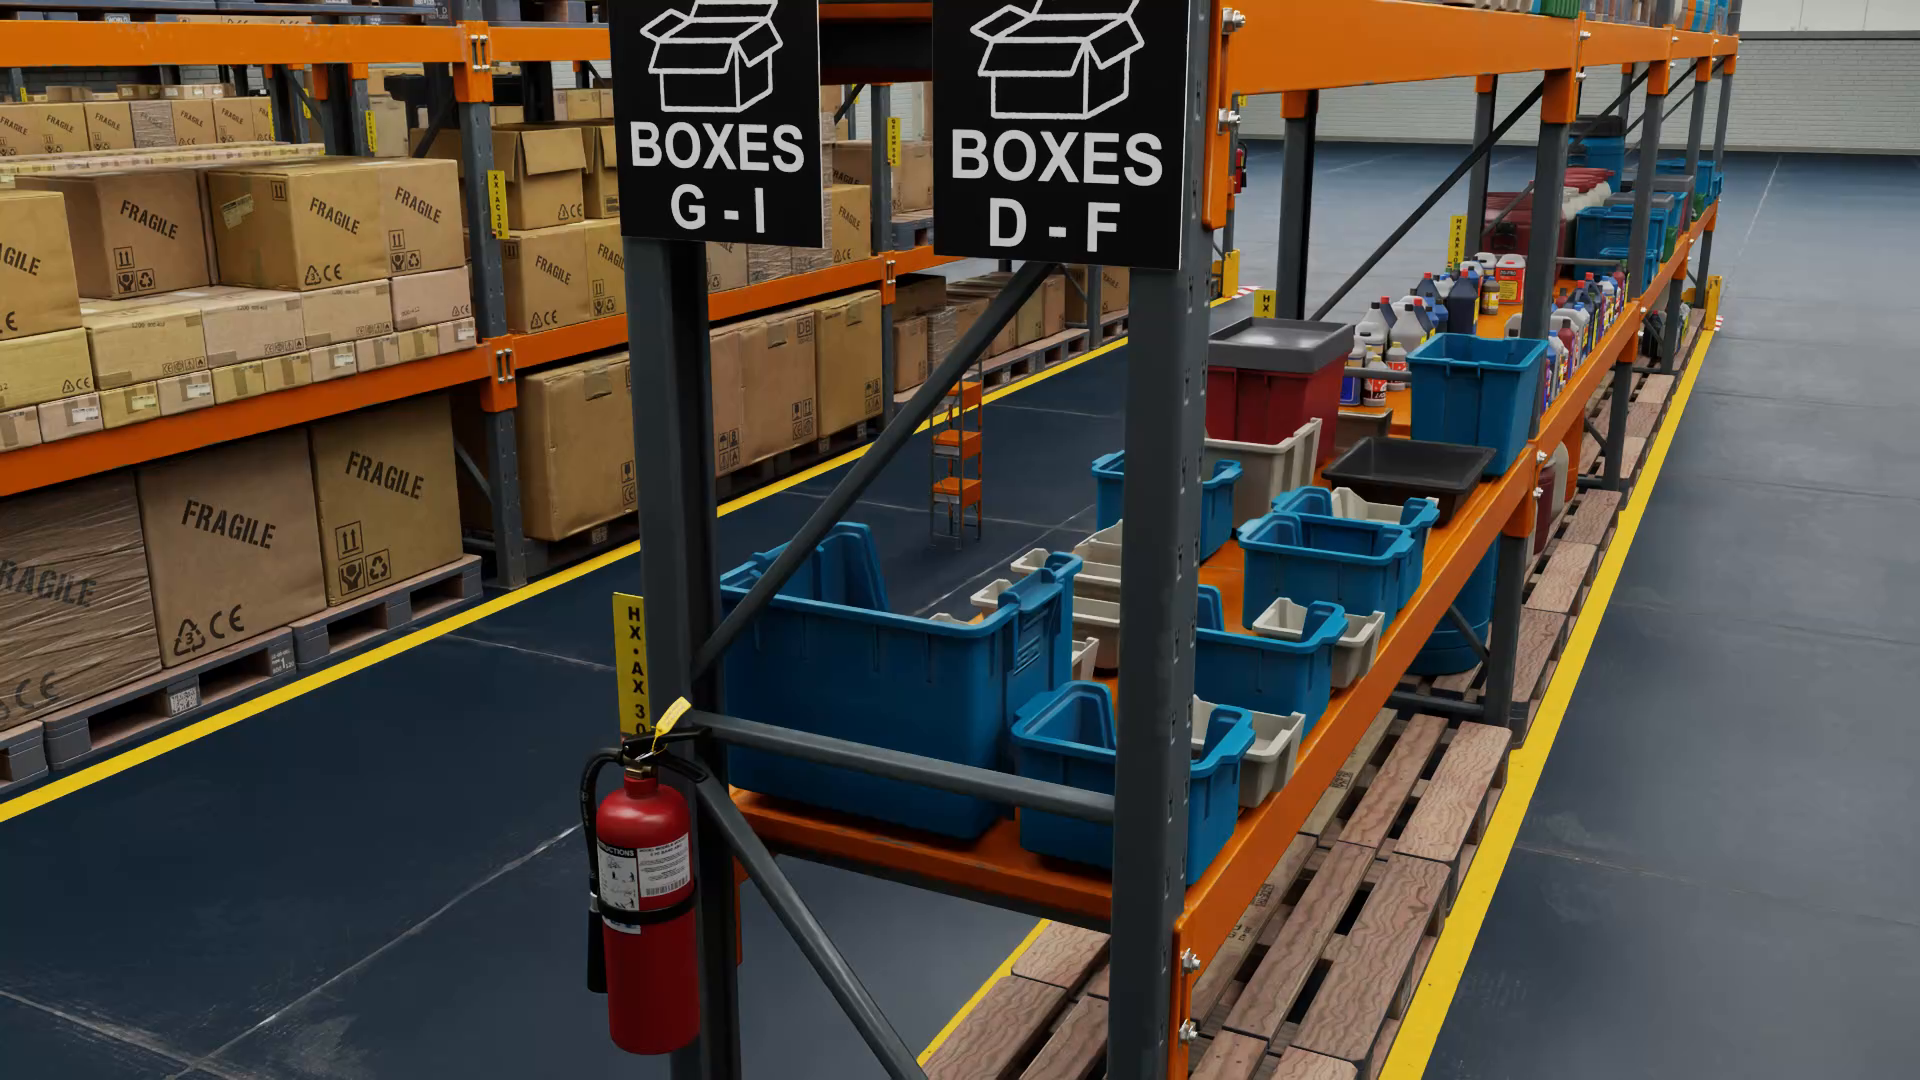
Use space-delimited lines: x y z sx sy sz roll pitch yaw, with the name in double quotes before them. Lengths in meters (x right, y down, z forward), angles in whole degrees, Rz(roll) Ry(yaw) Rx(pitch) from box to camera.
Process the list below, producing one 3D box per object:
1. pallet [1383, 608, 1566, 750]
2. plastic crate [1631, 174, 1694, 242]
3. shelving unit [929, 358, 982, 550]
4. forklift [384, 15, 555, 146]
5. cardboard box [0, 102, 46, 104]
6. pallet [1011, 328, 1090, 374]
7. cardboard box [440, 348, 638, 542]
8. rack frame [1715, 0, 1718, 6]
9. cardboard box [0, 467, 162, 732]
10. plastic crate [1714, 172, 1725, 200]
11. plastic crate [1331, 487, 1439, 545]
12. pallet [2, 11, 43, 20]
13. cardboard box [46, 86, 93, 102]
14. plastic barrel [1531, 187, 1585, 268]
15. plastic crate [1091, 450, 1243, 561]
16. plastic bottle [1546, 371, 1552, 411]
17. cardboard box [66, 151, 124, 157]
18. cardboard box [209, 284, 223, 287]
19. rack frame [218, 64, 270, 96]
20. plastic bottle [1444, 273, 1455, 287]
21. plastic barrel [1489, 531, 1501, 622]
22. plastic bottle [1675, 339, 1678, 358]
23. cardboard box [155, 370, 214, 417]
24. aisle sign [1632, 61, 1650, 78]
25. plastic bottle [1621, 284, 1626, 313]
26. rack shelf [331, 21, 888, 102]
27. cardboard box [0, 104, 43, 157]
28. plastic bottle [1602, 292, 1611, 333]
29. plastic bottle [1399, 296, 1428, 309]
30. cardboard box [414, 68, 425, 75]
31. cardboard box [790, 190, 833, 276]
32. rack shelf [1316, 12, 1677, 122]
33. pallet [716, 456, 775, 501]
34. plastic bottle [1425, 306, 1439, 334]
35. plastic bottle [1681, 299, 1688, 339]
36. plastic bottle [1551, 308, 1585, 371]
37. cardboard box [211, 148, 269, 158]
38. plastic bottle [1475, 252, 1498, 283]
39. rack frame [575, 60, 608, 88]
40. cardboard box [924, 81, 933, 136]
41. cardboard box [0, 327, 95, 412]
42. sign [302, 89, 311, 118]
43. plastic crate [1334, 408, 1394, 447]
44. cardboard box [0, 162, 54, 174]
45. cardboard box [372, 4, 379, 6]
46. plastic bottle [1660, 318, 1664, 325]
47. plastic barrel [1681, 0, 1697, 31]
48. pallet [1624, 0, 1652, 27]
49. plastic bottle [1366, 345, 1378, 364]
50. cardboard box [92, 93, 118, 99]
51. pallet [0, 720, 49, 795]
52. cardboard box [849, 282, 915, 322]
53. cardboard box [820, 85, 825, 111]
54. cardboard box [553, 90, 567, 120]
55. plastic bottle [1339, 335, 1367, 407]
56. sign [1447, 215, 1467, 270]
"pallet" 2.072 0.530 7.369 1.003 0.211 1.213 8 18 25
"plastic crate" 5.322 -2.522 12.634 0.402 0.464 0.583 8 18 25
"shelving unit" -0.024 -0.490 9.329 0.215 1.050 0.252 8 18 25
"forklift" -3.704 -2.518 12.856 1.130 2.935 3.031 -10 19 -29
"cardboard box" -9.643 -4.201 16.966 0.500 0.500 0.500 8 18 24
"pallet" 0.487 -1.748 15.039 1.003 0.211 1.213 8 18 25
"cardboard box" -2.473 -0.594 9.250 1.225 0.875 0.875 8 18 26
"rack frame" 5.265 -5.529 12.335 1.000 3.000 0.127 8 18 25
"cardboard box" -3.907 0.185 6.626 0.875 0.875 0.875 8 18 25
"plastic crate" 7.096 -3.435 16.083 0.499 0.251 0.616 8 18 25
"plastic crate" 1.181 -0.036 4.735 0.293 0.136 0.466 8 18 25
"pallet" -6.762 -3.394 10.745 1.213 0.211 1.003 8 18 25
"cardboard box" -9.340 -4.681 17.440 0.380 0.149 0.250 7 18 23
"plastic barrel" 3.934 -2.085 11.078 0.421 0.512 0.421 0 17 0
"plastic crate" 0.591 -0.101 4.784 0.416 0.233 0.300 8 18 25
"plastic bottle" 2.331 -0.625 6.710 0.097 0.201 0.097 0 17 0
"cardboard box" -6.426 -2.796 12.329 0.380 0.149 0.250 8 18 25
"cardboard box" -3.412 -1.104 7.714 0.500 0.250 0.500 8 18 25
"rack frame" -10.687 -6.194 25.109 1.000 3.000 0.127 8 18 25
"plastic bottle" 2.549 -1.267 8.748 0.097 0.271 0.097 0 17 0
"plastic barrel" 2.265 -0.128 7.634 0.600 0.901 0.708 8 18 25
"plastic bottle" 5.890 -1.600 13.785 0.097 0.201 0.097 0 17 0
"cardboard box" -3.273 -0.614 6.764 0.380 0.149 0.250 8 19 26
"aisle sign" 6.822 -4.974 16.437 0.394 0.787 0.004 8 18 25
"plastic bottle" 3.611 -1.355 9.166 0.097 0.201 0.097 0 17 0
"rack shelf" -1.847 -2.848 9.841 1.077 0.370 4.000 8 18 25
"cardboard box" -9.411 -4.002 16.296 0.500 0.500 0.500 8 18 24
"plastic bottle" 3.290 -1.172 8.551 0.097 0.201 0.097 0 17 0
"plastic bottle" 2.129 -1.012 7.883 0.152 0.276 0.135 8 18 25
"cardboard box" -6.993 -5.695 20.975 0.700 0.500 0.500 8 18 25
"cardboard box" -1.180 -2.029 10.912 0.500 0.500 0.500 8 18 25
"rack shelf" 2.584 -2.218 7.719 1.077 0.370 4.000 8 18 25
"pallet" -1.919 -0.427 10.591 1.003 0.211 1.213 8 18 25
"plastic bottle" 2.146 -0.940 7.647 0.097 0.271 0.097 0 17 0
"plastic bottle" 6.354 -1.951 14.704 0.144 0.351 0.185 9 19 28
"plastic bottle" 2.755 -0.920 7.573 0.152 0.276 0.135 8 18 25
"cardboard box" -5.502 -2.905 12.697 0.380 0.149 0.250 9 19 27
"plastic bottle" 2.995 -1.506 9.544 0.152 0.276 0.135 8 18 25
"rack frame" -3.558 -3.940 17.522 1.000 3.000 0.127 8 18 25
"cardboard box" 0.354 -3.588 14.544 1.000 1.000 1.000 8 18 26
"cardboard box" -3.618 -0.646 6.173 0.500 0.250 0.500 7 18 24
"sign" -7.534 -5.030 19.156 0.100 0.325 0.005 8 18 25
"plastic crate" 1.354 -0.418 6.020 0.396 0.136 0.243 8 18 25
"cardboard box" -6.309 -2.447 11.154 0.380 0.149 0.250 8 18 26
"cardboard box" -5.147 -4.870 14.628 0.500 0.311 0.500 8 18 25
"plastic bottle" 5.954 -1.761 14.206 0.097 0.271 0.097 0 17 0
"plastic barrel" 4.331 -3.626 10.443 0.600 0.830 0.708 8 18 25
"pallet" 3.048 -2.799 8.745 1.003 0.211 1.213 8 18 25
"plastic bottle" 1.718 -0.721 7.033 0.097 0.201 0.097 0 17 0
"cardboard box" -11.625 -5.986 22.572 0.380 0.149 0.250 8 18 24
"pallet" -4.241 0.896 6.136 1.003 0.211 1.213 8 18 25
"cardboard box" -0.681 -1.811 12.654 0.500 0.250 0.500 9 19 28
"cardboard box" -2.135 -5.307 19.964 0.875 0.550 0.550 8 18 25
"cardboard box" -4.229 -4.080 16.062 0.700 0.500 0.500 8 18 26
"plastic bottle" 1.577 -0.698 6.823 0.152 0.276 0.135 8 18 25
"sign" 2.982 -1.781 9.965 0.100 0.325 0.005 8 18 25
